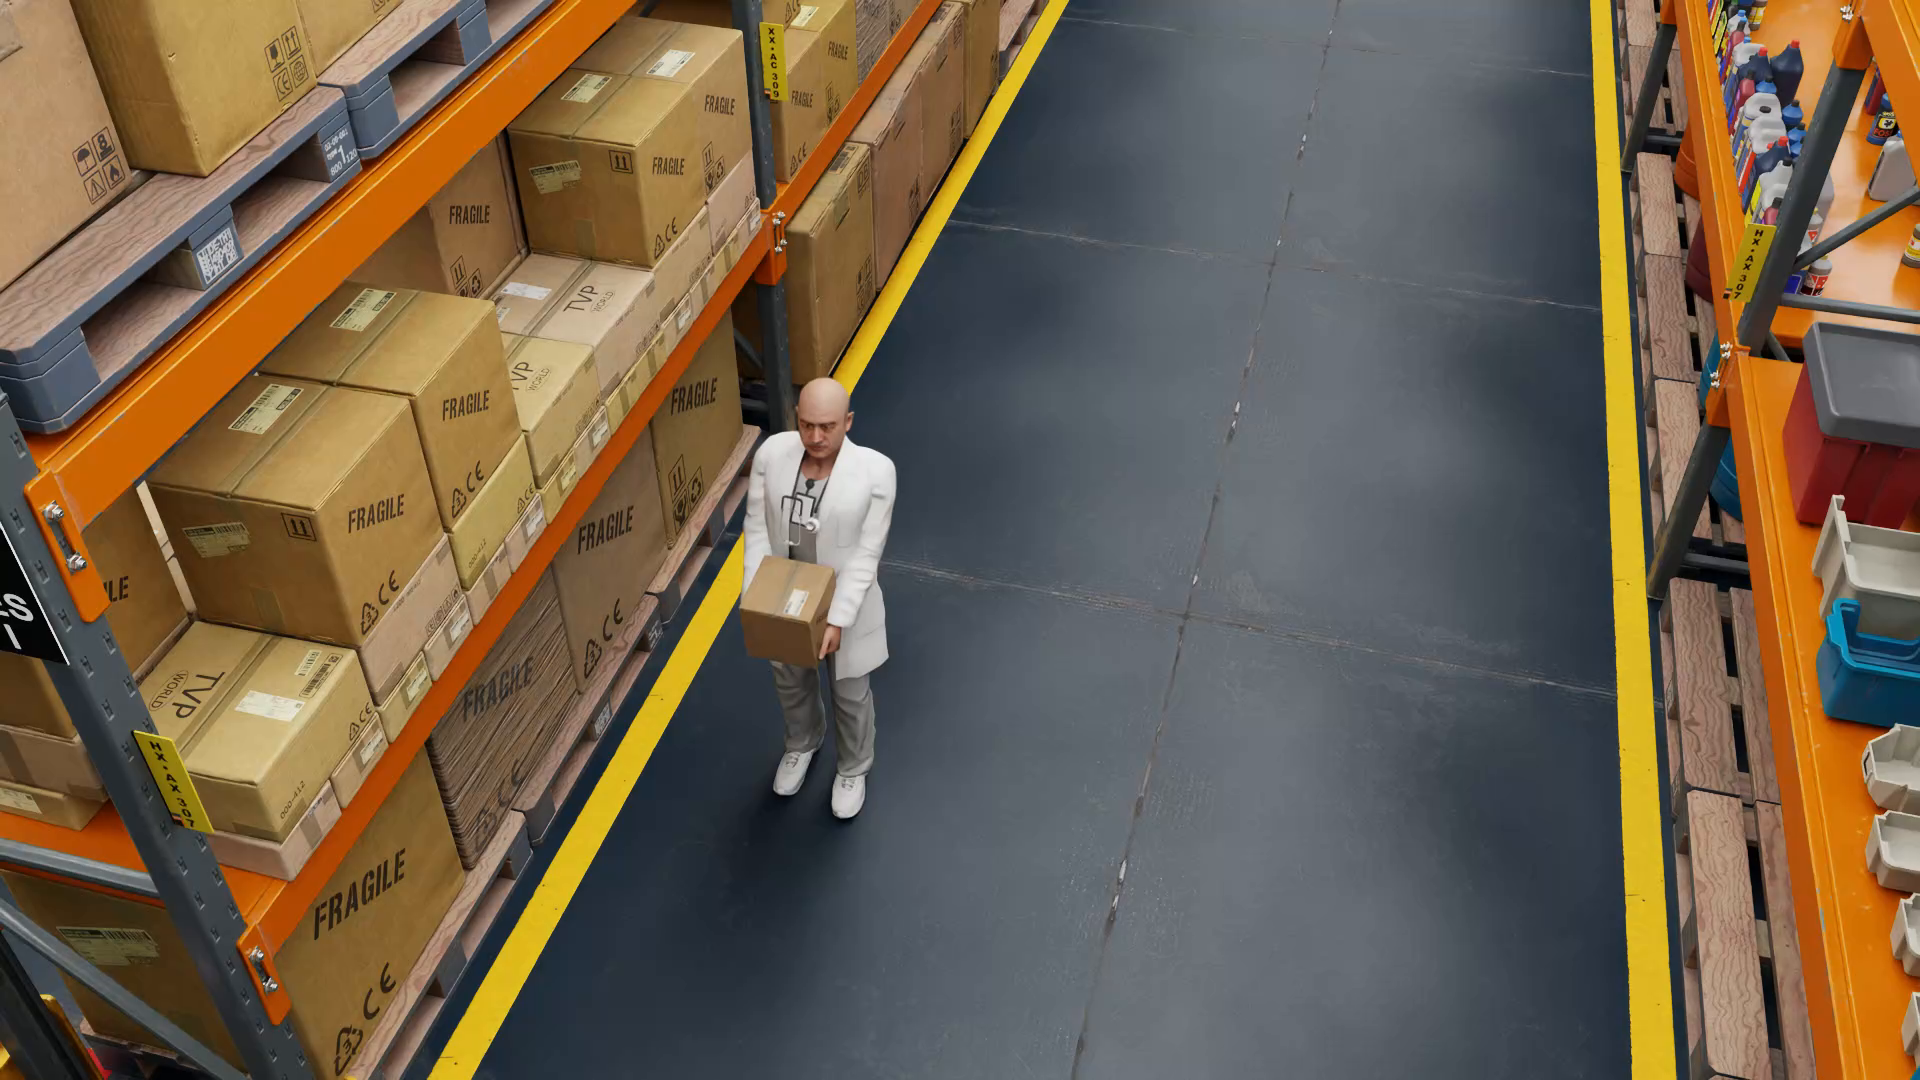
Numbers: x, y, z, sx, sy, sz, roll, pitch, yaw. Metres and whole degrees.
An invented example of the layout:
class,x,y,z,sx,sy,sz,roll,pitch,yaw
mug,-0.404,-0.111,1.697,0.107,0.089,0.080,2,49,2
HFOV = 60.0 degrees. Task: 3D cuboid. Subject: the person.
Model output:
class,x,y,z,sx,sy,sz,roll,pitch,yaw
person,-0.511,0.269,5.859,0.529,1.771,0.555,11,42,12
